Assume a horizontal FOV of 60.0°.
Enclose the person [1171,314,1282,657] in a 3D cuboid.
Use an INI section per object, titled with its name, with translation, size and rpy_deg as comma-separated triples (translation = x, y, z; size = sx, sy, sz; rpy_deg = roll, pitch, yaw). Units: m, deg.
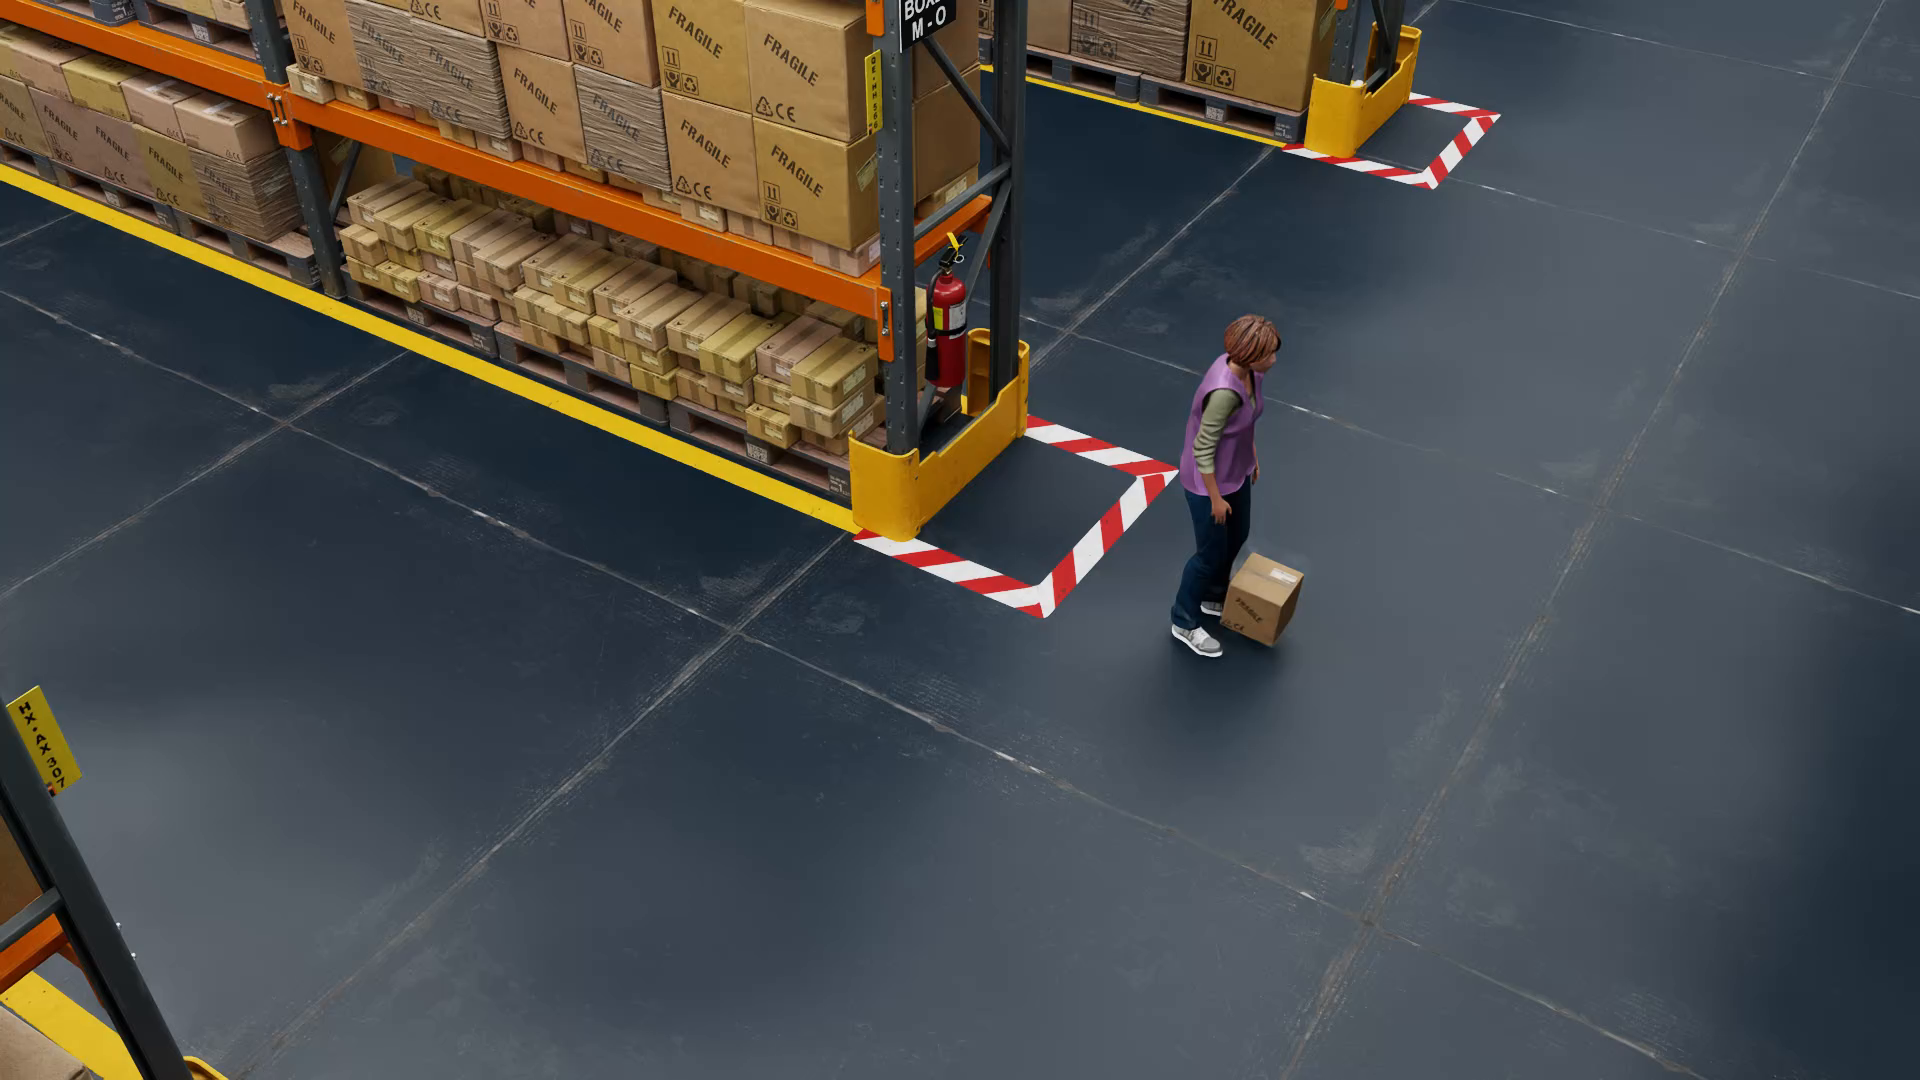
[person]
translation = 1.119, -0.247, 7.000
size = 0.374, 1.583, 0.458
rpy_deg = 20, 43, 23
